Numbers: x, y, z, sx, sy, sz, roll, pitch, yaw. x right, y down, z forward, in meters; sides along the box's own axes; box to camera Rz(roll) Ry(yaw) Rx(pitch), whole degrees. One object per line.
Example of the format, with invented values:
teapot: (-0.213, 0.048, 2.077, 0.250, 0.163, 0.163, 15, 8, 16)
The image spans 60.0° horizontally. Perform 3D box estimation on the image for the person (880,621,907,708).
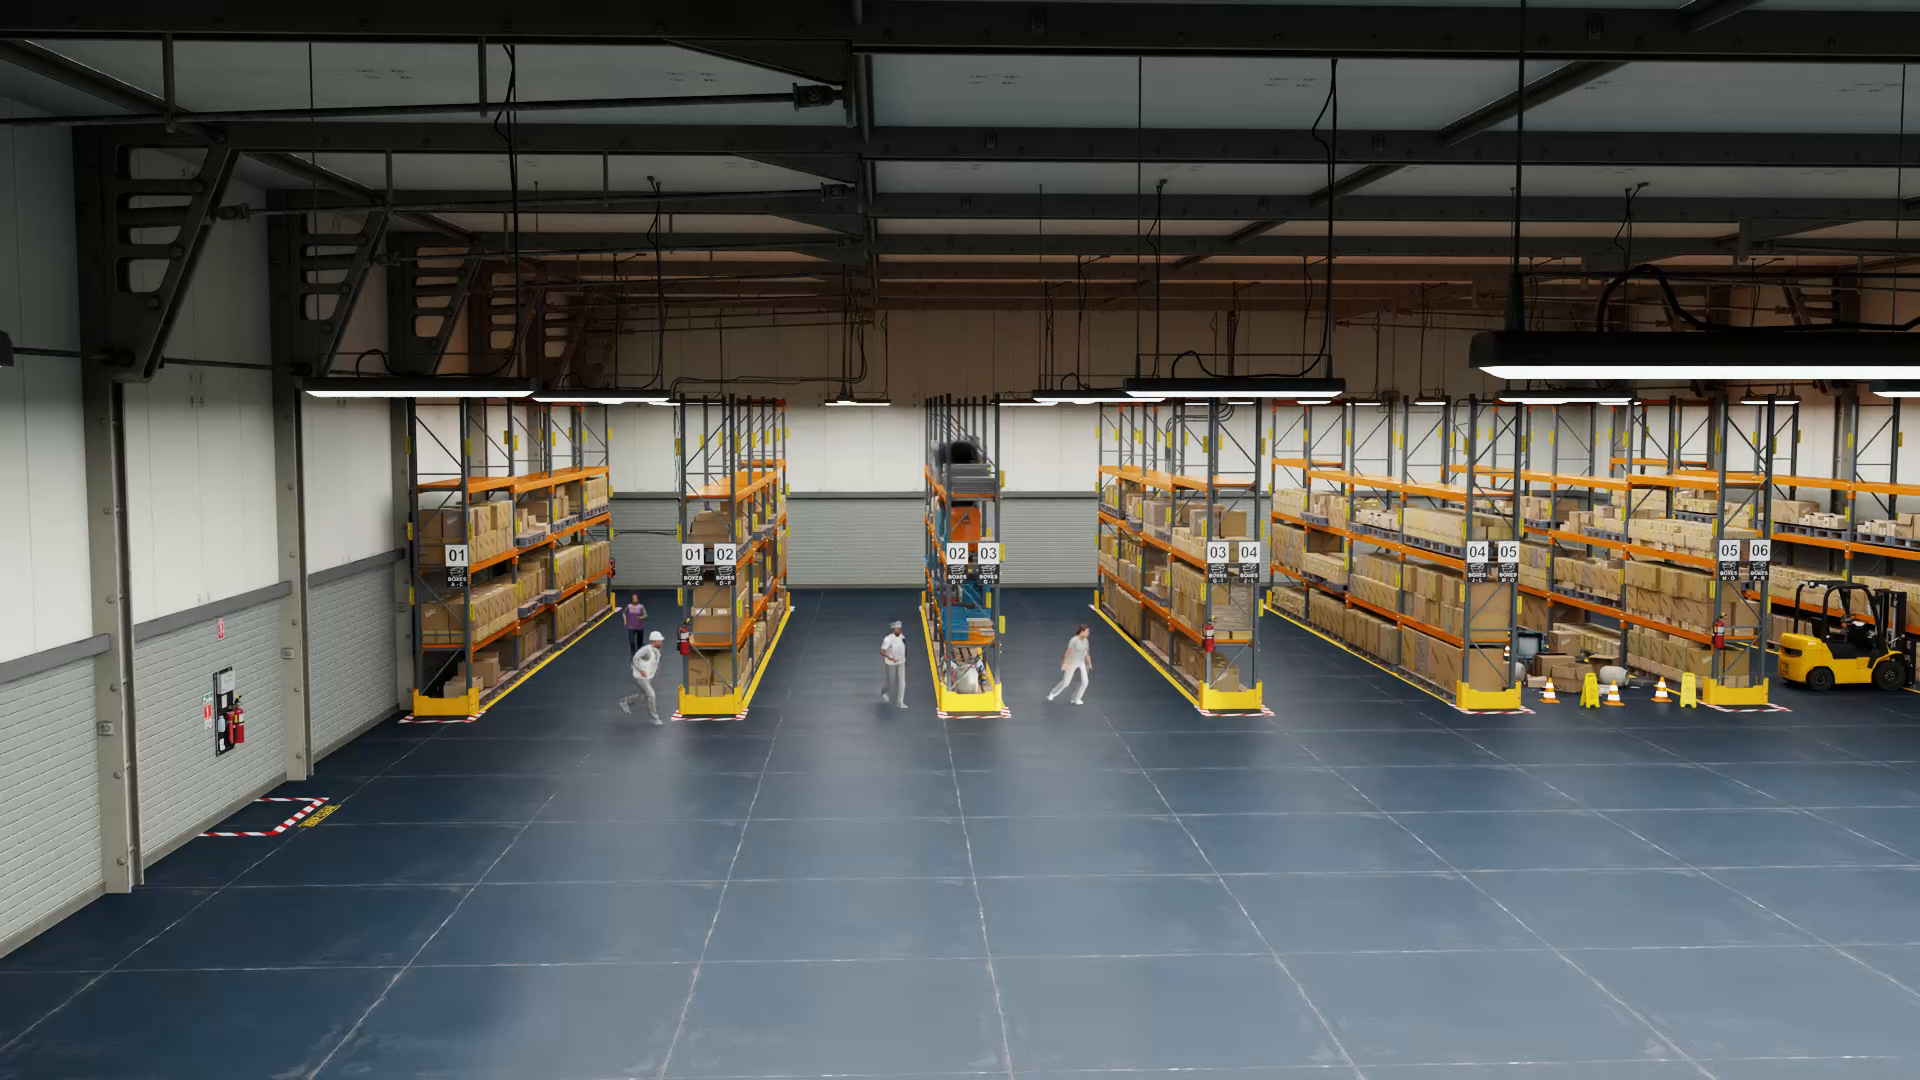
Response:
person: (-1.272, 2.362, 31.869, 0.591, 1.660, 0.883, -3, 5, -30)

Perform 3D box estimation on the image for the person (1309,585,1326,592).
person: (10.516, 1.012, 49.014, 0.825, 1.734, 0.581, -1, 5, -8)

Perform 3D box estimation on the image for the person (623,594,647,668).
person: (-7.216, 1.985, 36.943, 0.546, 1.593, 0.887, -1, 5, -11)

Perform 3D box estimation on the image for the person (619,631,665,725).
person: (-5.803, 2.506, 30.217, 1.003, 1.734, 0.678, 2, 5, 26)

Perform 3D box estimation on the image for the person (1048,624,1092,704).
person: (2.140, 2.391, 32.214, 0.760, 1.573, 0.706, -3, 5, -31)
